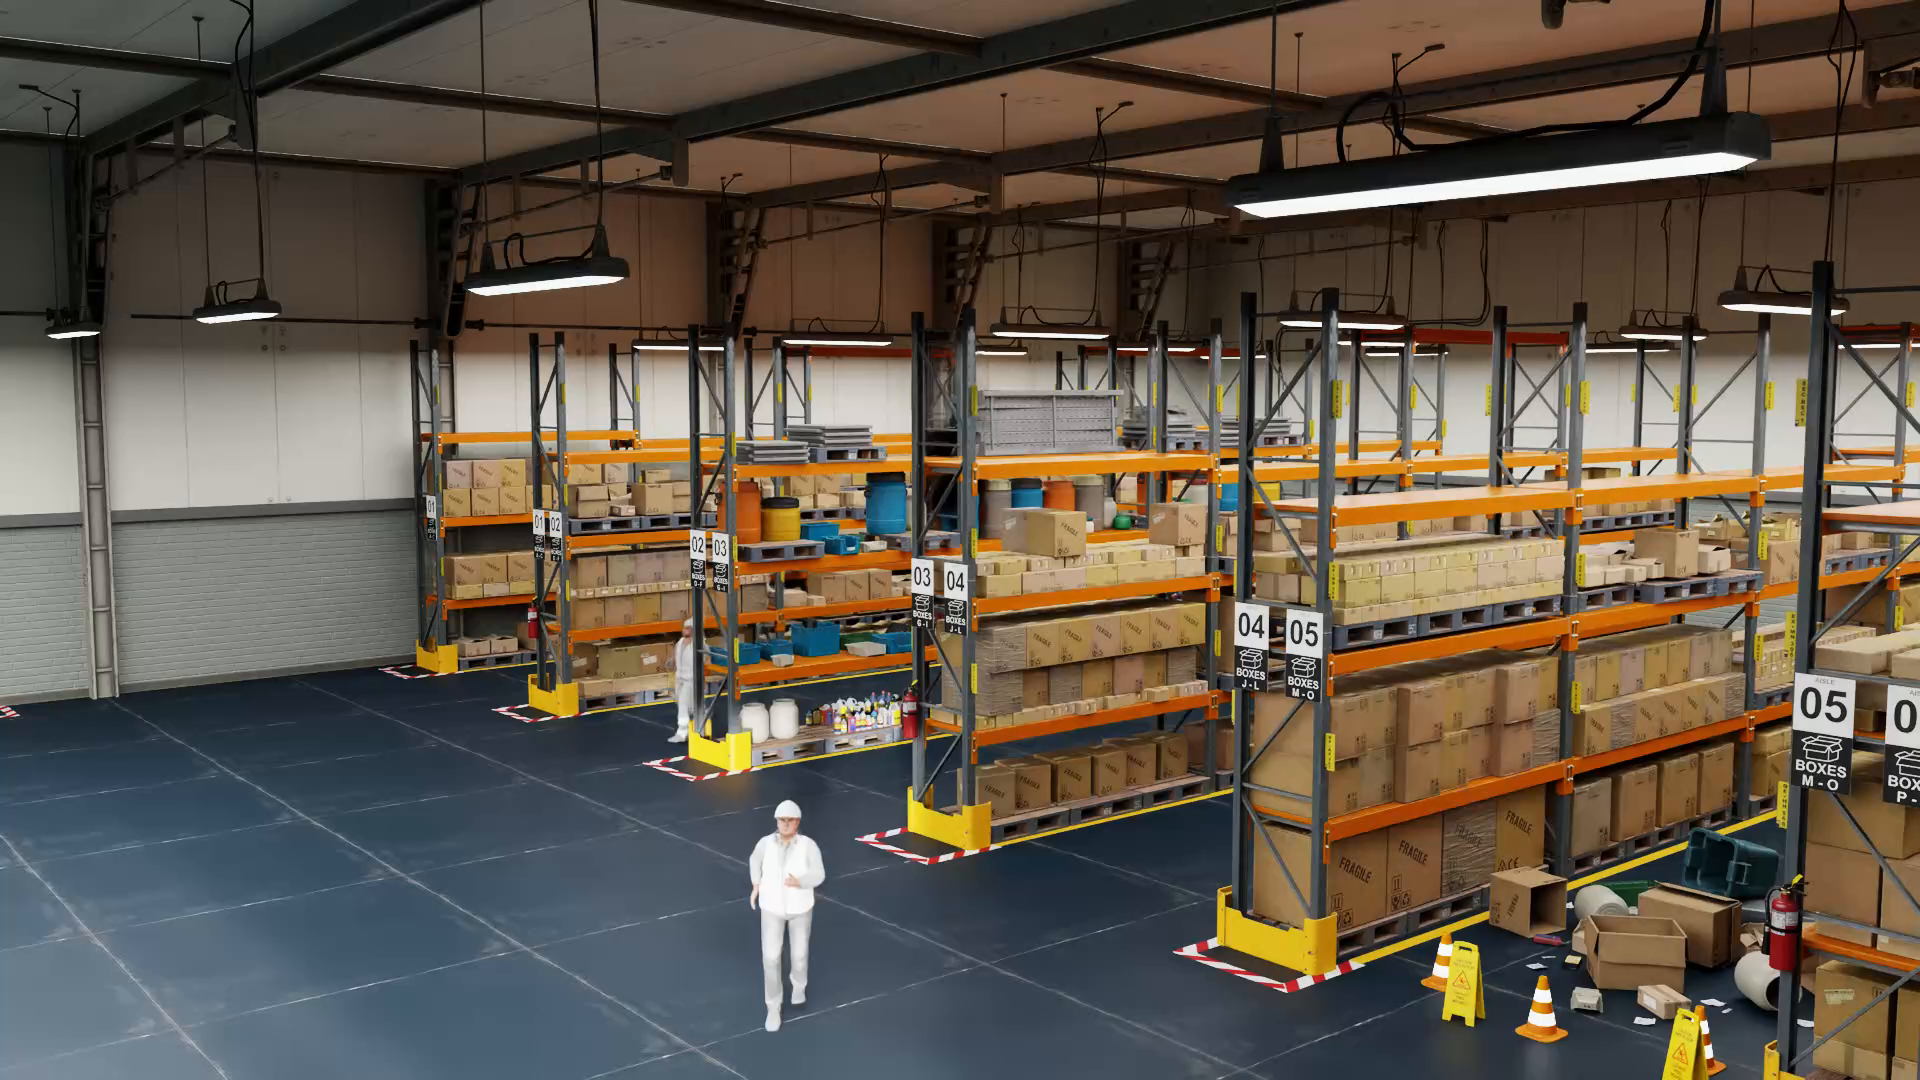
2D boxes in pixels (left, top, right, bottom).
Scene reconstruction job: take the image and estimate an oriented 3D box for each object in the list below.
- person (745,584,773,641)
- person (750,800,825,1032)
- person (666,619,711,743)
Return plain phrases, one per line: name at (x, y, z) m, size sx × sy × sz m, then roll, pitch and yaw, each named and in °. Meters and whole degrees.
person at (-3.865, 1.425, 30.980) m, size 0.854 × 1.823 × 0.654 m, roll -5°, pitch 7°, yaw -42°
person at (-1.413, 3.031, 13.568) m, size 0.630 × 1.831 × 0.764 m, roll 0°, pitch 5°, yaw -3°
person at (-3.951, 2.036, 24.306) m, size 0.669 × 1.764 × 0.908 m, roll 4°, pitch 7°, yaw 37°
